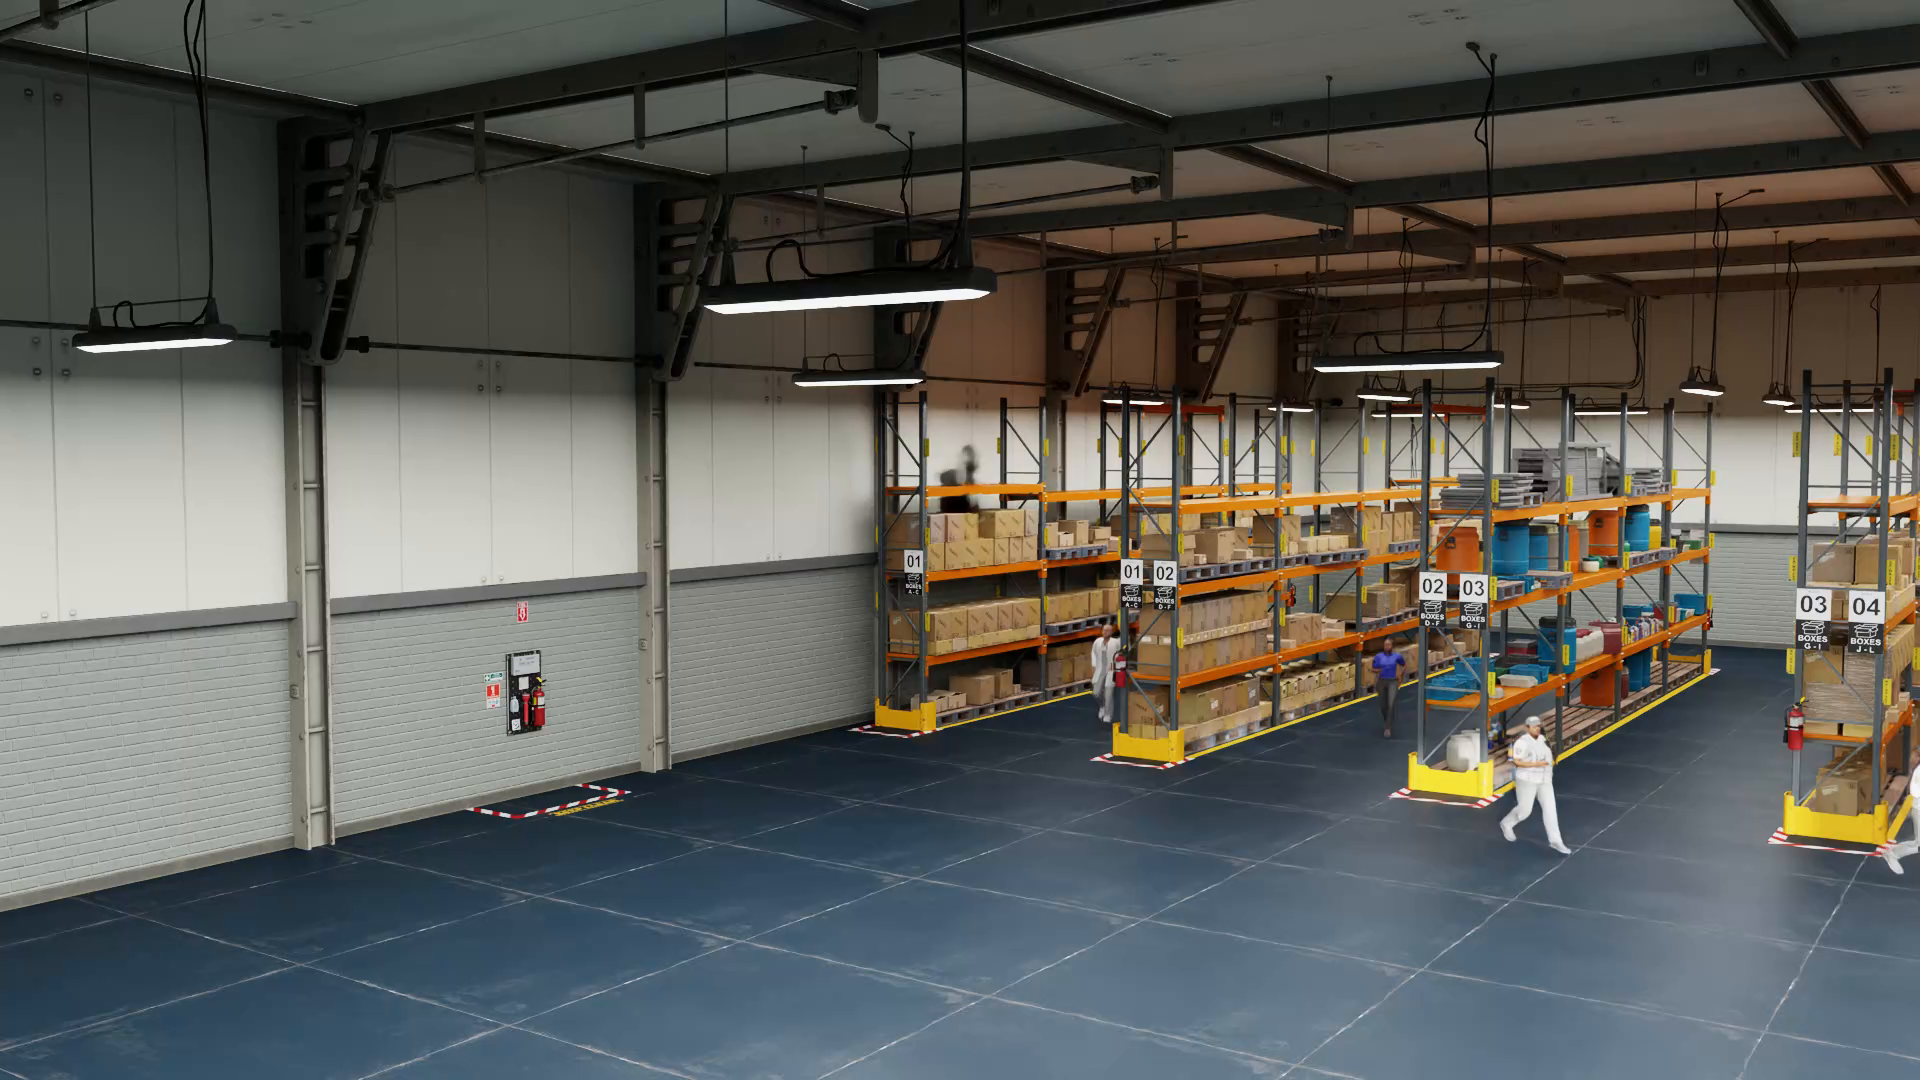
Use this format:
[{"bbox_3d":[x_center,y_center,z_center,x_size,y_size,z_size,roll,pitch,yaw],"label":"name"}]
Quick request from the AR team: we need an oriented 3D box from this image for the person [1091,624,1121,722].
[{"bbox_3d":[2.618,2.376,29.625,0.722,1.746,0.628,1,3,24],"label":"person"}]

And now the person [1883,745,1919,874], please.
[{"bbox_3d":[10.993,3.097,18.902,0.621,1.696,0.932,-2,4,-28],"label":"person"}]

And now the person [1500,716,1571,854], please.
[{"bbox_3d":[7.159,2.998,20.653,0.613,1.621,1.037,-1,3,-19],"label":"person"}]

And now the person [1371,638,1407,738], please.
[{"bbox_3d":[7.425,2.546,28.882,0.575,1.640,0.909,1,3,23],"label":"person"}]
